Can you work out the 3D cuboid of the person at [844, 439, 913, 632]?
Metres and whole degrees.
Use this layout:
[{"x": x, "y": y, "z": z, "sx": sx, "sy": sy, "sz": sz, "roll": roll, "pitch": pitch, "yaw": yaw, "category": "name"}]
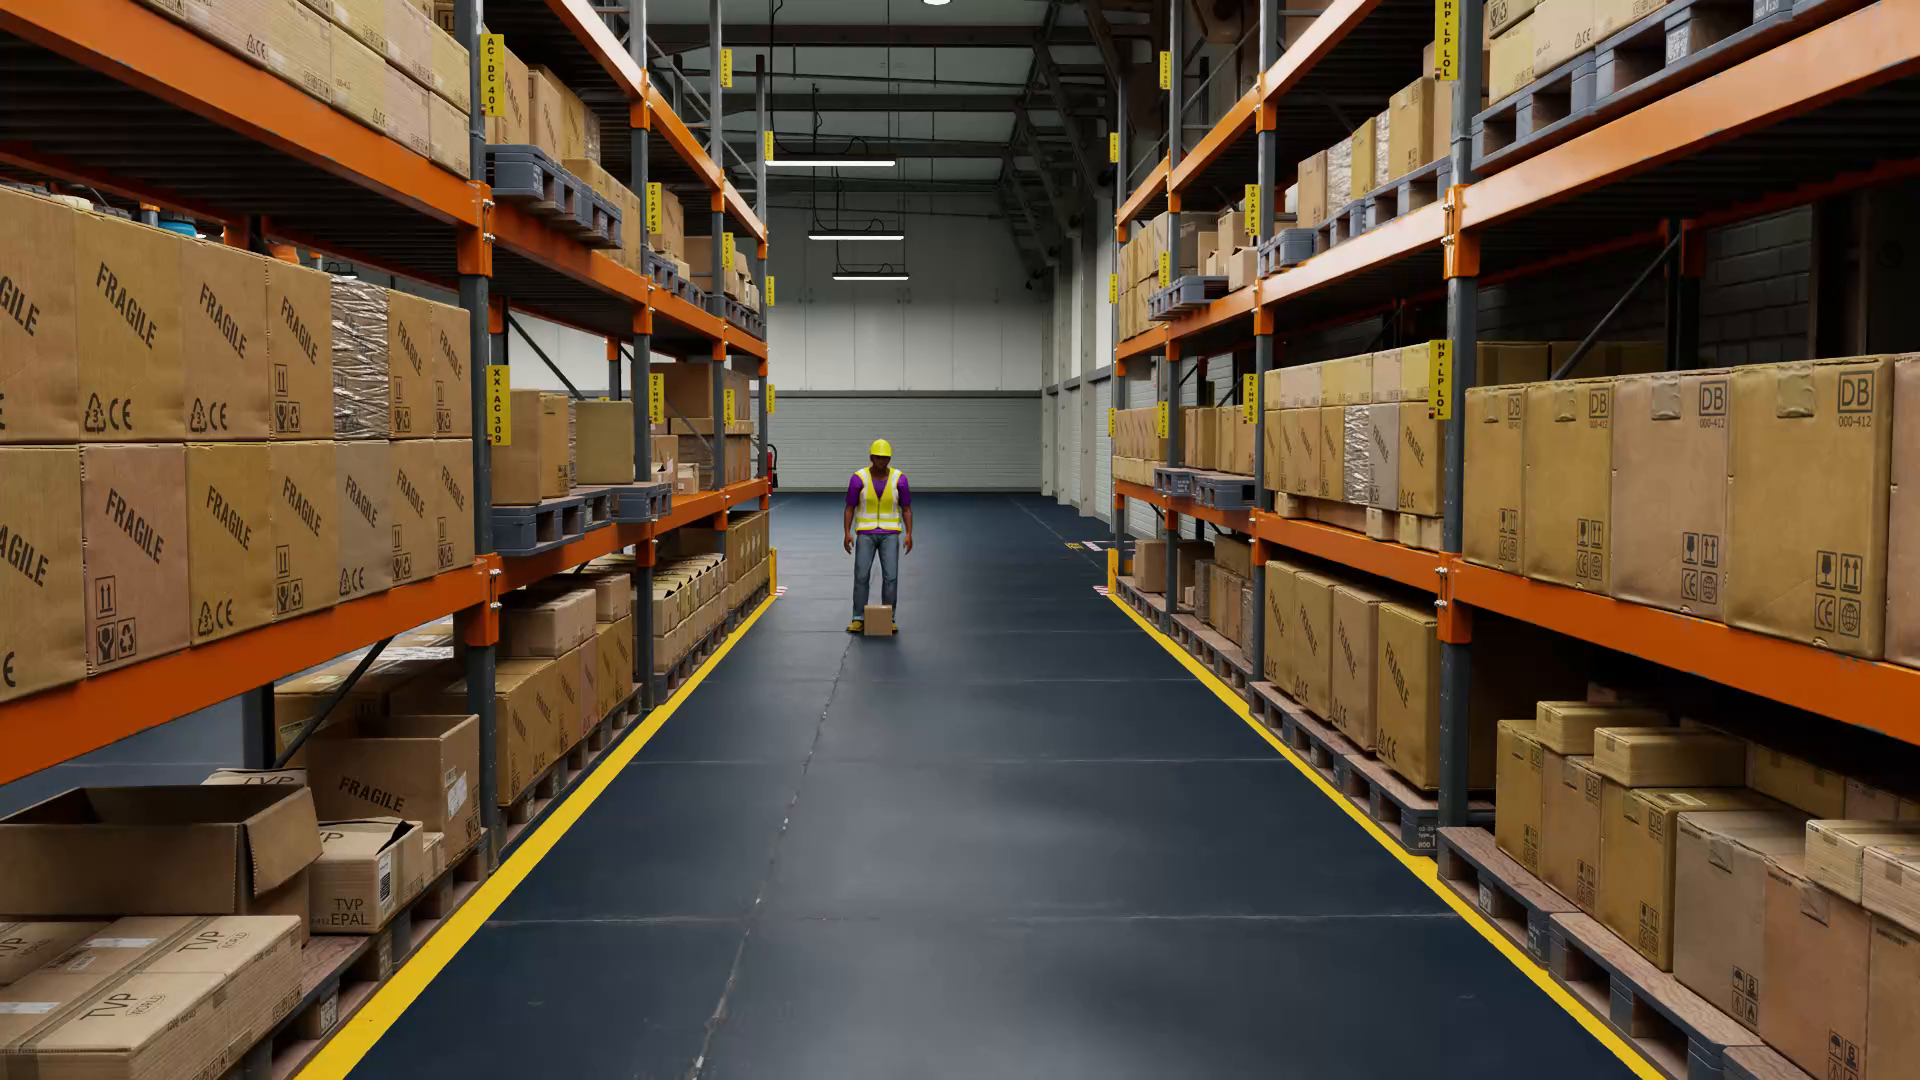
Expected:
[{"x": -0.747, "y": -0.040, "z": 15.216, "sx": 0.635, "sy": 1.761, "sz": 0.455, "roll": 0, "pitch": 4, "yaw": -4, "category": "person"}]
